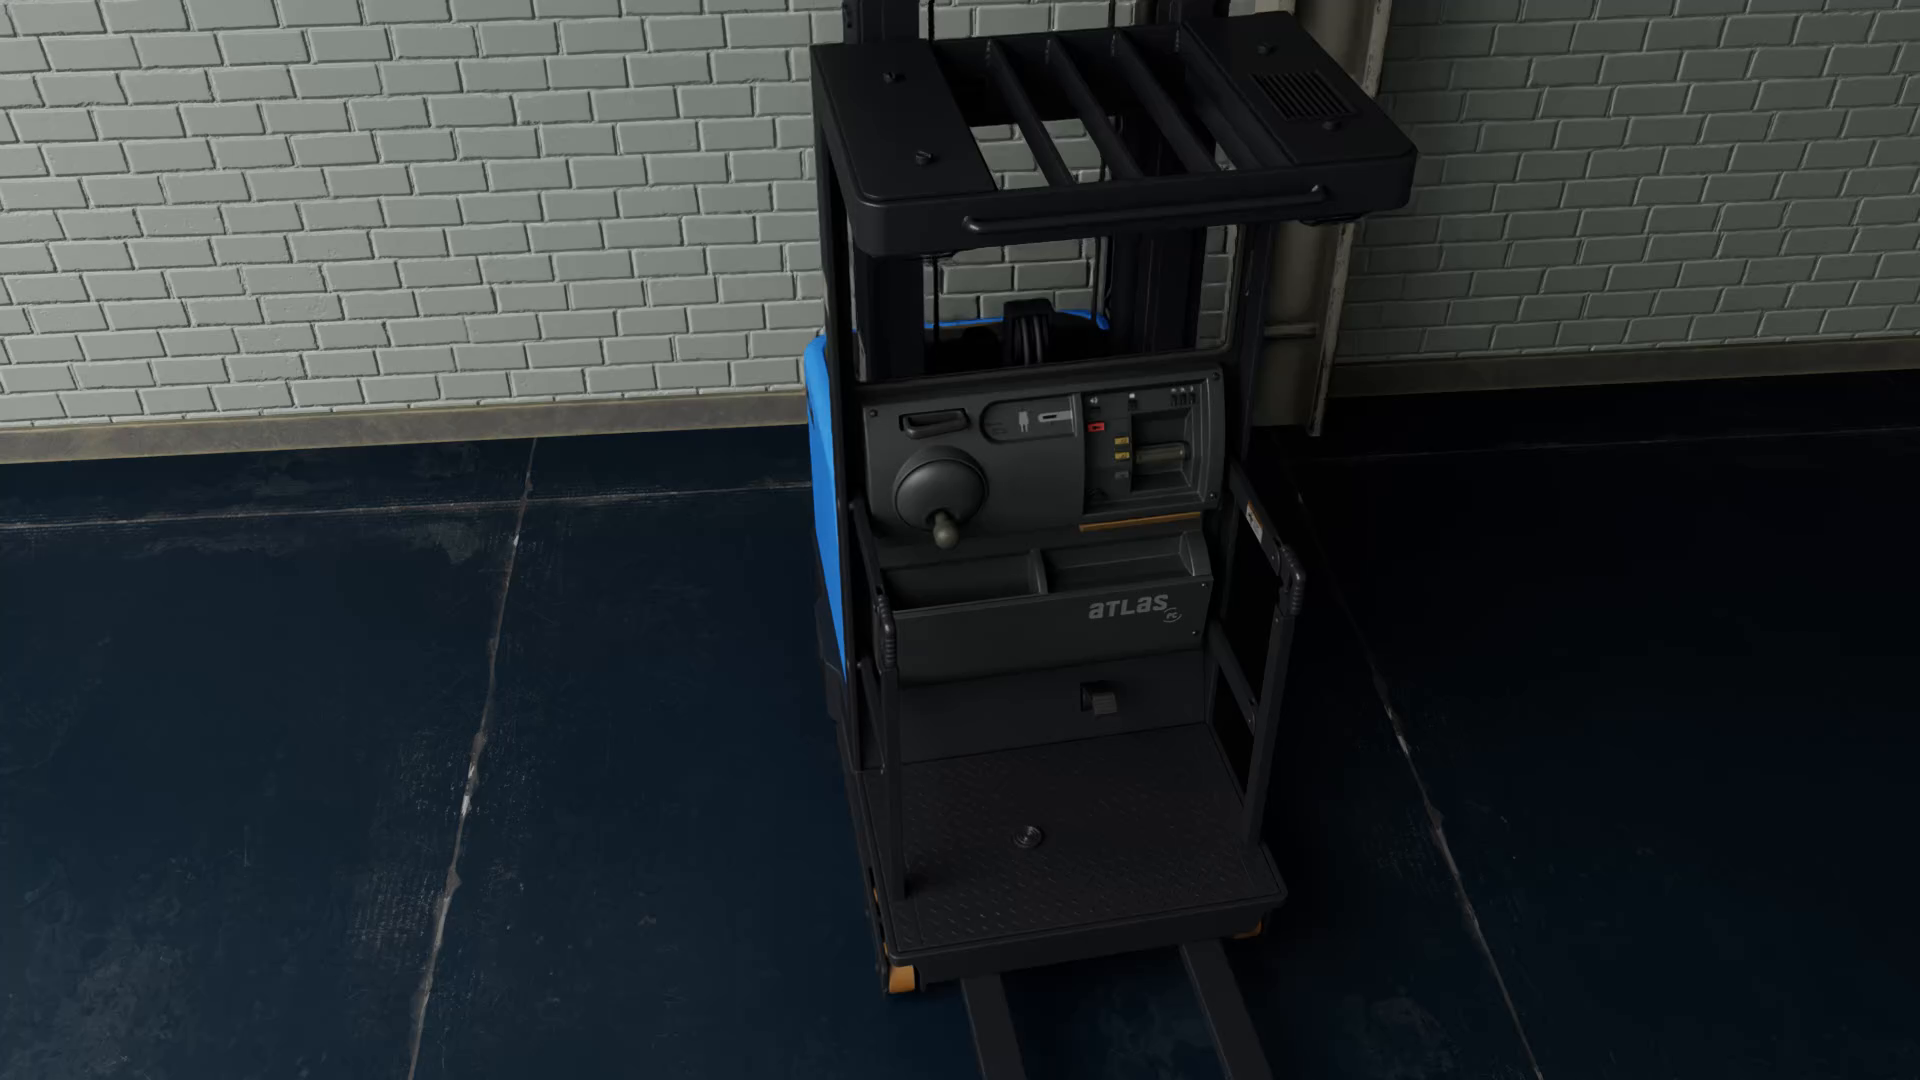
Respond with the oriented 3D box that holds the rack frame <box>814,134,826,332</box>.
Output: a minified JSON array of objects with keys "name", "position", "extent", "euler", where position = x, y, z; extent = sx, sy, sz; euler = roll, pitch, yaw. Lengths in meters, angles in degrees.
[{"name":"rack frame","position":[-0.435,-0.620,5.825],"extent":[0.032,1.500,0.500],"euler":[-5,39,-7]}]

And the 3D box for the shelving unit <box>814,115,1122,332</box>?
[{"name":"shelving unit","position":[0.068,-0.667,5.885],"extent":[1.048,1.500,0.538],"euler":[-5,39,-7]}]

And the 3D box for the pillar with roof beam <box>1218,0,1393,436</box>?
[{"name":"pillar with roof beam","position":[1.651,-1.387,0.743],"extent":[0.400,9.000,9.100],"euler":[-3,38,-4]}]

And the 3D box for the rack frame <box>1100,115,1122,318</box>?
[{"name":"rack frame","position":[0.570,-0.715,5.946],"extent":[0.032,1.500,0.500],"euler":[-5,39,-7]}]

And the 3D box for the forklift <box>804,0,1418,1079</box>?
[{"name":"forklift","position":[0.265,-0.138,4.059],"extent":[1.130,2.935,3.031],"euler":[-7,39,-9]}]
